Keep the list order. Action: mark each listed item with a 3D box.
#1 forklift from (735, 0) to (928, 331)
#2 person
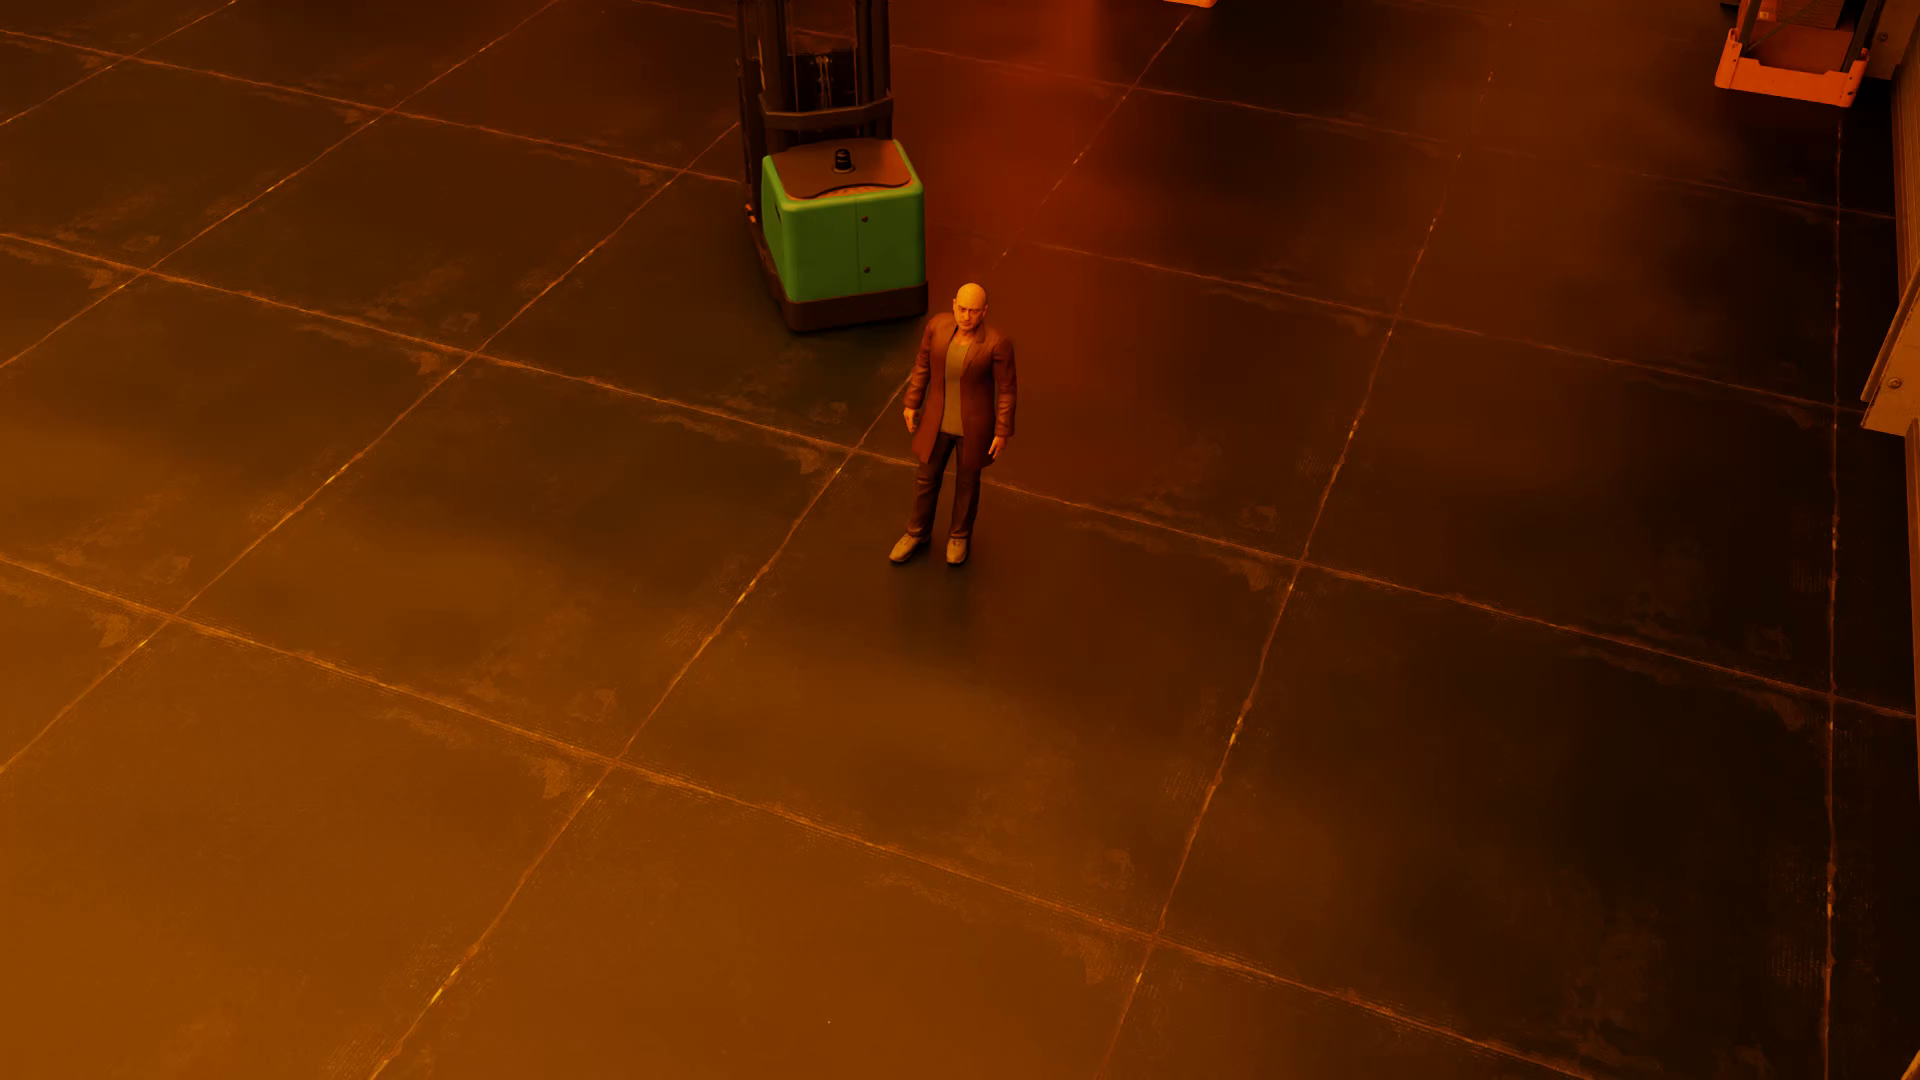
[{"bbox_3d":[-1.115,-3.582,12.285,1.130,2.935,3.031,-10,41,-12],"label":"forklift"},{"bbox_3d":[-0.039,-0.633,9.650,0.696,1.778,0.579,15,42,17],"label":"person"}]
